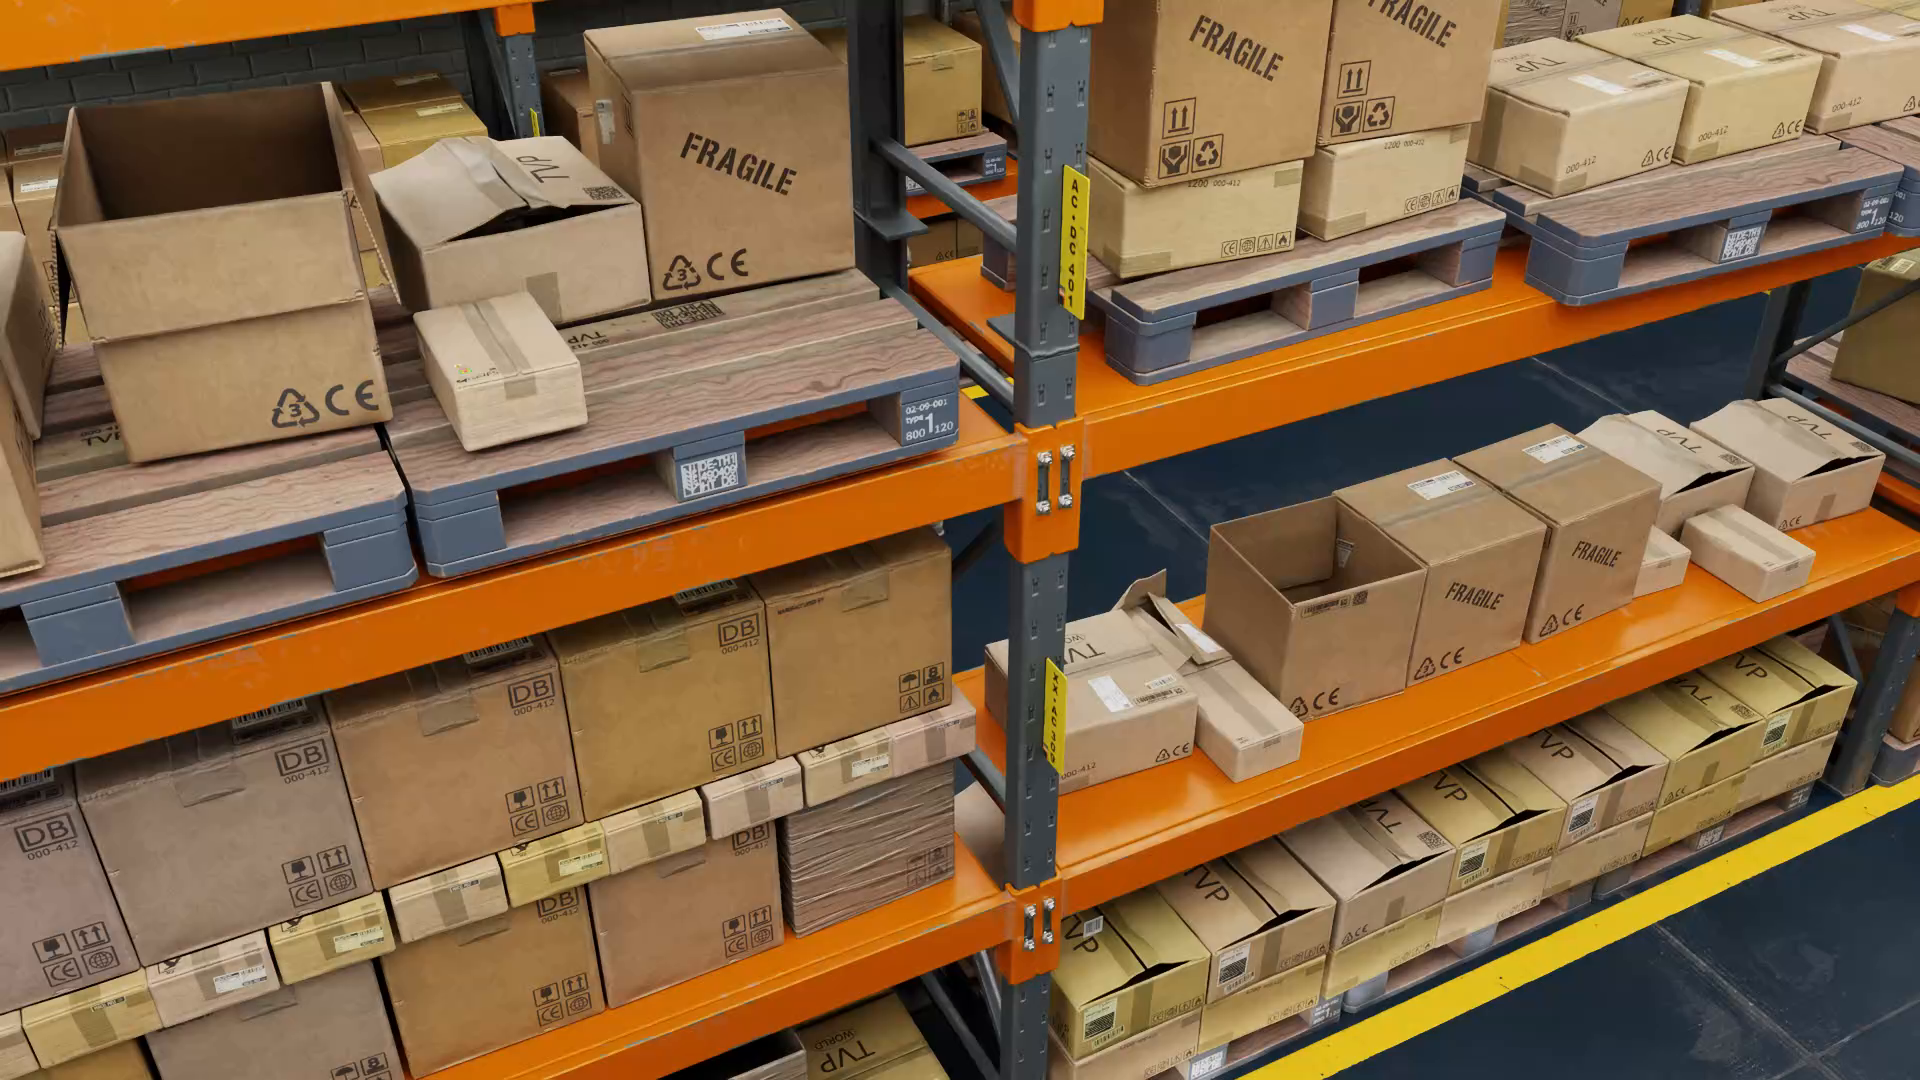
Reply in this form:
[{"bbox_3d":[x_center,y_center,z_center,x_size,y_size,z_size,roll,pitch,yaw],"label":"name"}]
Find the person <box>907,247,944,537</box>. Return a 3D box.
[{"bbox_3d":[-0.321,-0.721,8.246,0.469,1.660,0.390,-15,36,-22],"label":"person"}]
